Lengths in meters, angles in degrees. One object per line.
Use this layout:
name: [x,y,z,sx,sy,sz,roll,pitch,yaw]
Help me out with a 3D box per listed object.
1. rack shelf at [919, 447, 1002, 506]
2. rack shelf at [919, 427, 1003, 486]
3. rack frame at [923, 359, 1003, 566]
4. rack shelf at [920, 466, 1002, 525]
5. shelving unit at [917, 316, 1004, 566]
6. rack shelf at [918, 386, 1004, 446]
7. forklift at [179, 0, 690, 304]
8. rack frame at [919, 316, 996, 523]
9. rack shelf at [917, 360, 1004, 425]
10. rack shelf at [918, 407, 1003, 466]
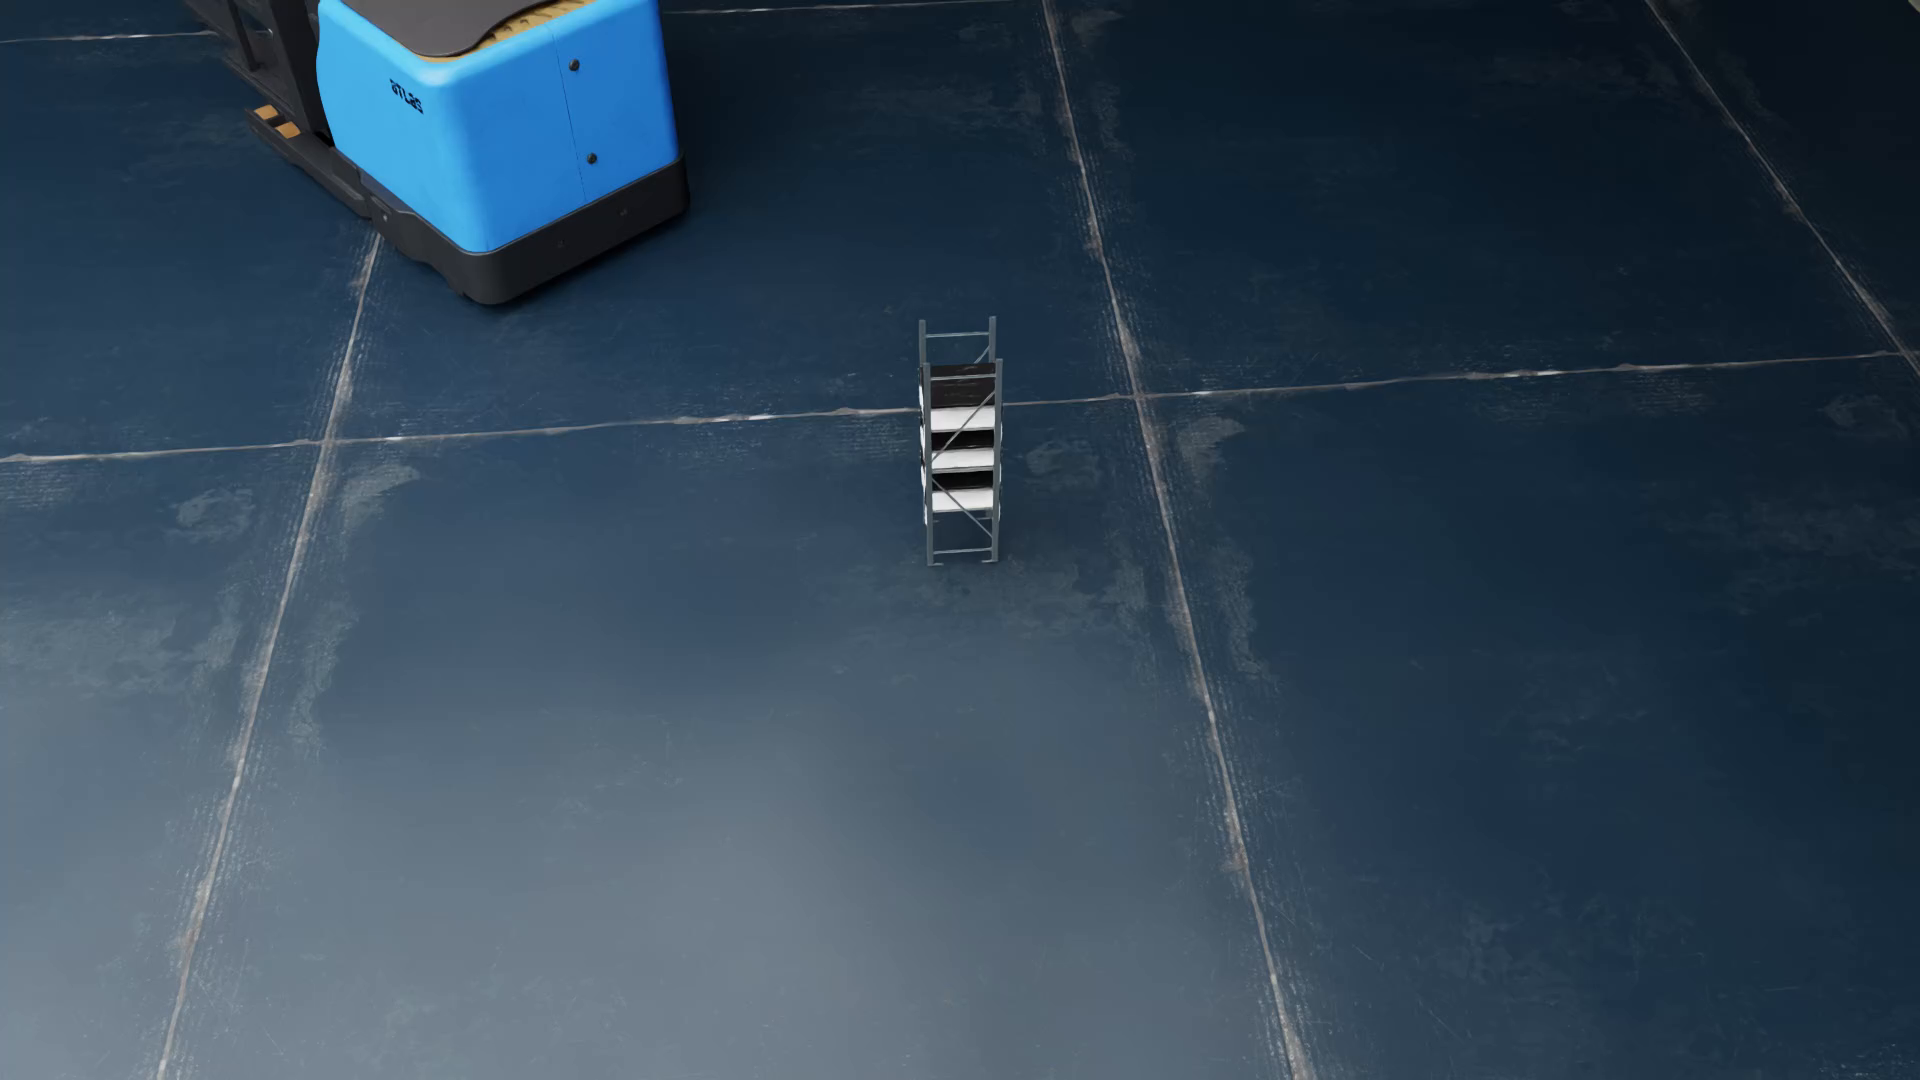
rack shelf: [0.001,-0.219,5.507,0.258,0.077,0.200,-3,47,-3]
rack shelf: [0.001,-0.281,5.442,0.258,0.077,0.200,-3,47,-3]
rack frame: [0.009,-0.230,5.348,0.240,0.900,0.006,-3,47,-3]
rack shelf: [0.001,-0.157,5.573,0.258,0.077,0.200,-3,47,-3]
shelving unit: [0.001,-0.304,5.418,0.258,0.900,0.210,-3,47,-3]
rack shelf: [0.001,-0.404,5.311,0.258,0.077,0.200,-3,47,-3]
forklift: [-2.519,-2.906,6.484,1.130,2.935,3.031,-35,56,-28]
rack frame: [-0.008,-0.377,5.487,0.240,0.900,0.006,-3,47,-3]
rack shelf: [0.001,-0.466,5.246,0.258,0.077,0.200,-3,47,-3]
rack shelf: [0.001,-0.343,5.377,0.258,0.077,0.200,-3,47,-3]
